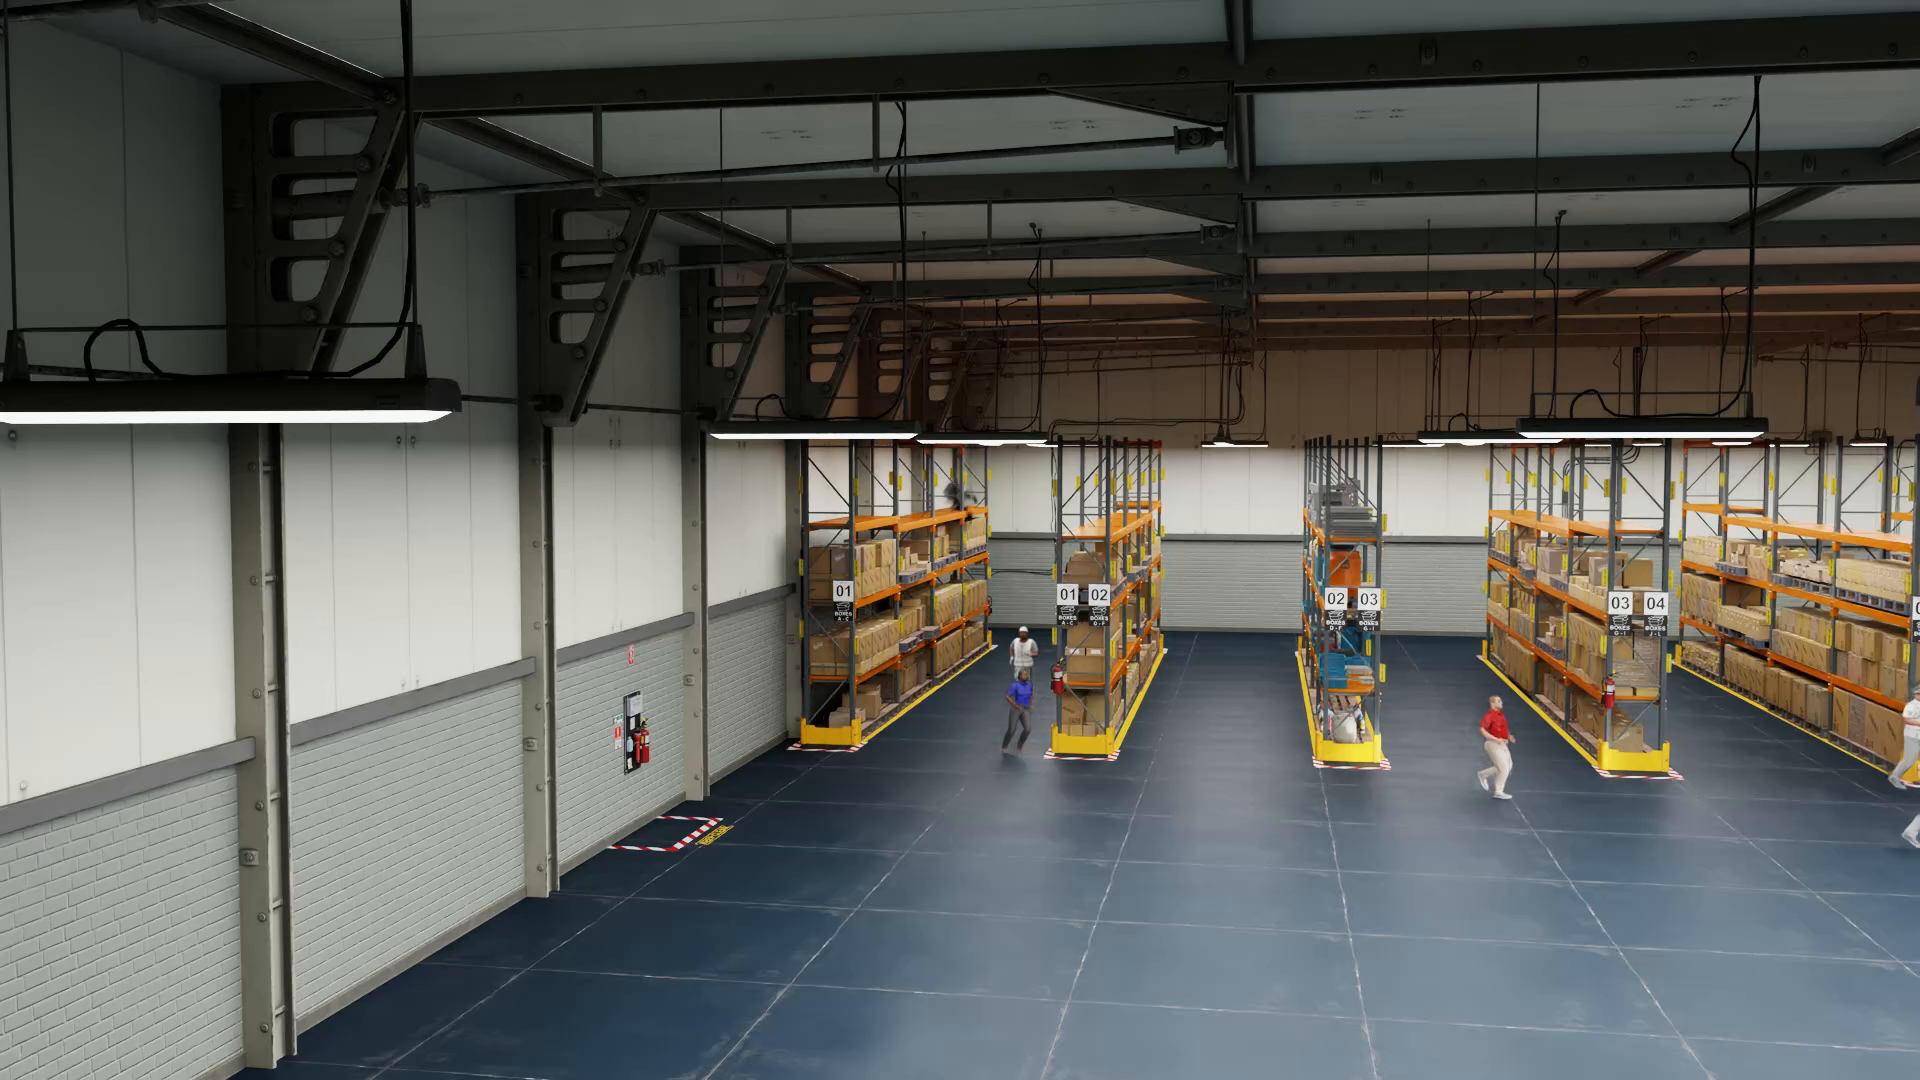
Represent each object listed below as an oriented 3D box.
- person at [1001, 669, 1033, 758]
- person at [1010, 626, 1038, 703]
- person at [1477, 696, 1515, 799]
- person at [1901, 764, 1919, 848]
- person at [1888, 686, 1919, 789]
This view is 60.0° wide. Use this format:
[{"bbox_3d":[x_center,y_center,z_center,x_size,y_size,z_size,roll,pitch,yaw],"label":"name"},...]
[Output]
[{"bbox_3d":[1.134,3.239,31.130,0.654,1.652,0.653,-1,3,-23],"label":"person"},{"bbox_3d":[1.410,2.826,36.923,0.667,1.821,0.816,0,3,9],"label":"person"},{"bbox_3d":[8.800,3.398,27.406,0.654,1.675,0.665,3,4,42],"label":"person"},{"bbox_3d":[13.799,3.608,23.507,0.855,1.710,0.580,2,4,35],"label":"person"},{"bbox_3d":[15.988,3.330,27.773,0.660,1.847,0.796,-2,3,-27],"label":"person"}]
